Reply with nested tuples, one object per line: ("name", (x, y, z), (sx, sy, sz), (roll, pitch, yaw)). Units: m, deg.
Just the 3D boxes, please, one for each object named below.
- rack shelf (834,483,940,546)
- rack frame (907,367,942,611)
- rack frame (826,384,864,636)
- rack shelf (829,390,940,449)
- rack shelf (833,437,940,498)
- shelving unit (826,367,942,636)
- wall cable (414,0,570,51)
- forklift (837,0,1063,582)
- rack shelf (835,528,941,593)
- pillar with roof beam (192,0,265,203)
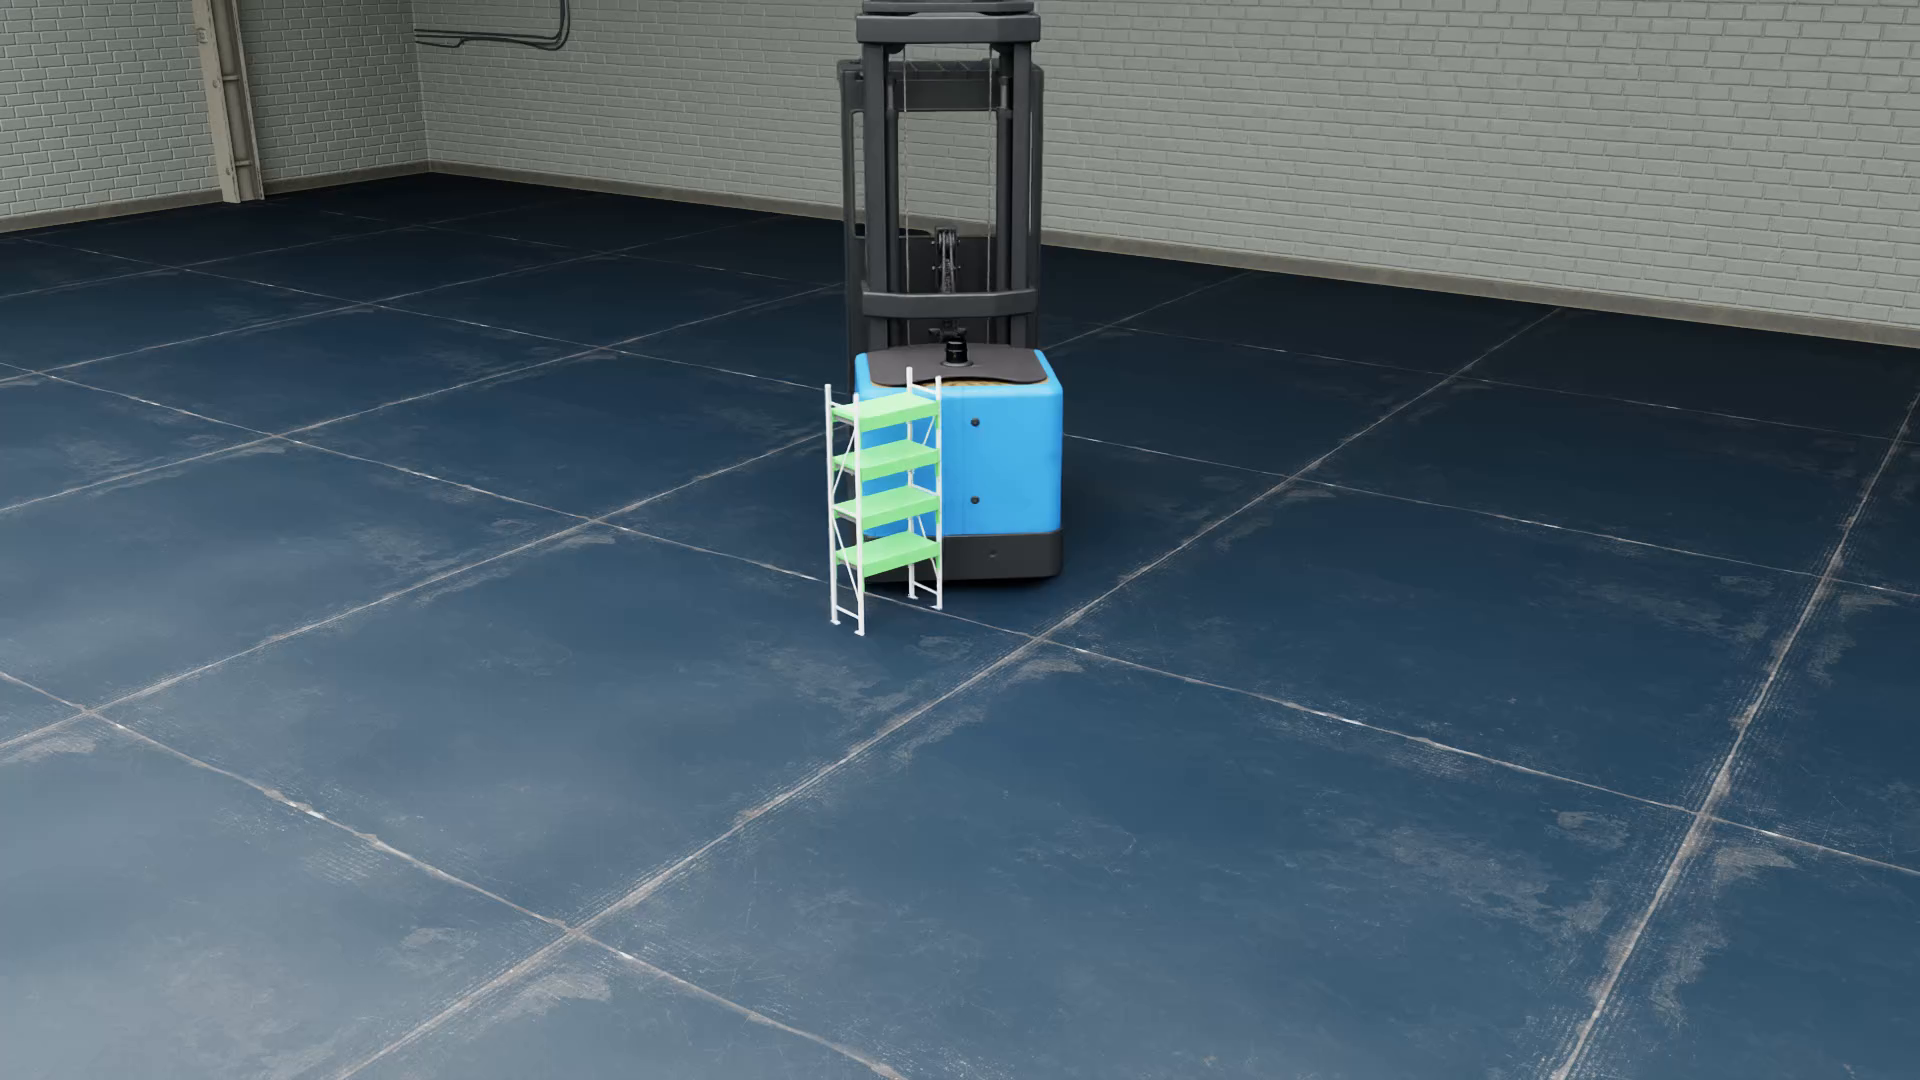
("rack shelf", (-0.360, -0.129, 8.067), (0.480, 0.148, 0.258), (-16, 26, -37))
("rack frame", (-0.174, -0.243, 8.193), (0.015, 1.200, 0.240), (-16, 26, -37))
("rack frame", (-0.546, -0.134, 7.897), (0.015, 1.200, 0.240), (-16, 26, -37))
("rack shelf", (-0.360, -0.579, 7.901), (0.480, 0.148, 0.258), (-16, 26, -37))
("rack shelf", (-0.360, -0.354, 7.984), (0.480, 0.148, 0.258), (-16, 26, -37))
("shelving unit", (-0.360, -0.188, 8.045), (0.503, 1.200, 0.258), (-16, 26, -37))
("wall cable", (-6.174, -7.587, 21.281), (3.097, 2.526, 0.112), (13, 24, 32))
("forklift", (-0.120, -1.628, 9.440), (1.130, 2.935, 3.031), (-2, 20, -5))
("rack shelf", (-0.360, 0.097, 8.150), (0.480, 0.148, 0.258), (-16, 26, -37))
("pillar with roof beam", (-5.364, -7.617, 16.885), (9.100, 9.000, 0.400), (13, 24, 32))
